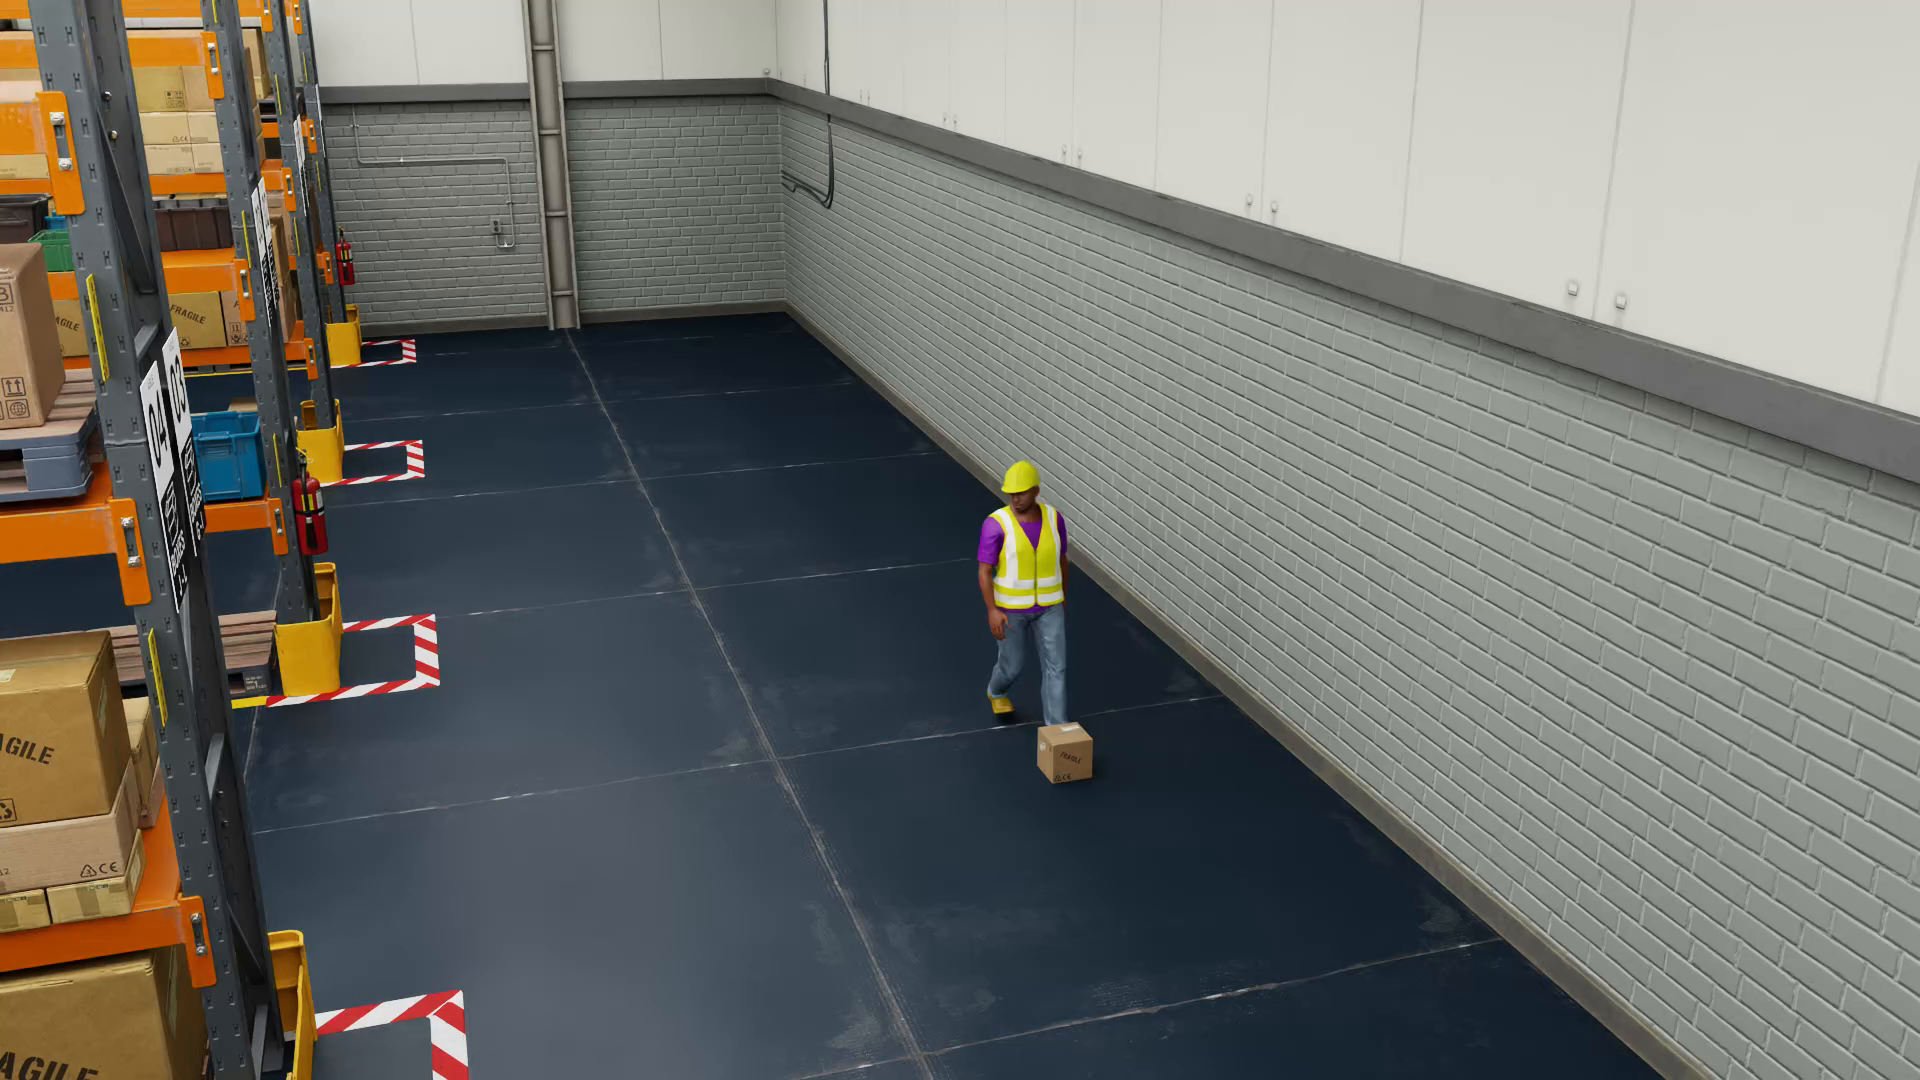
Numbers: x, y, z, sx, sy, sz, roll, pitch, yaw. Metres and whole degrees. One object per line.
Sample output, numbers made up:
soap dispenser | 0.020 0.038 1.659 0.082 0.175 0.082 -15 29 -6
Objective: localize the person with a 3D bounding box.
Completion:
person | 0.430 0.406 9.923 0.596 1.716 0.969 -5 20 -15
